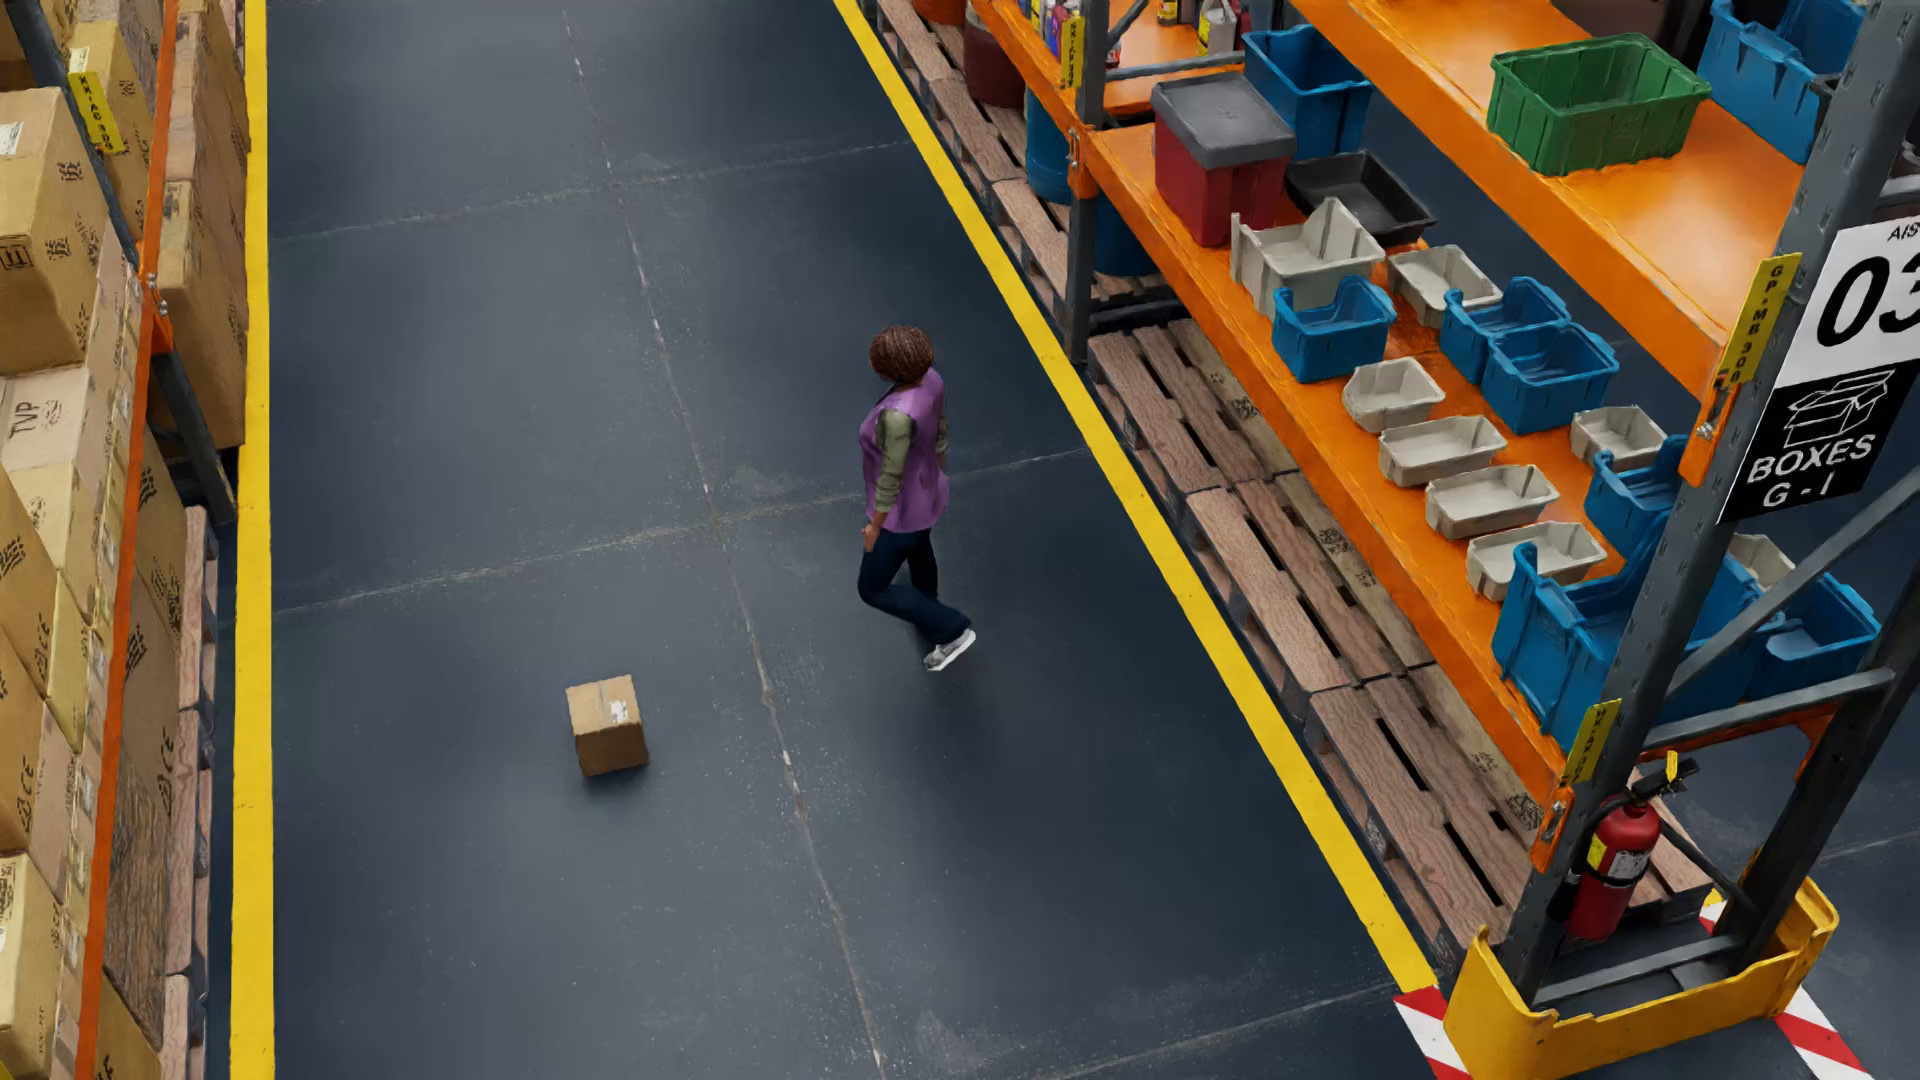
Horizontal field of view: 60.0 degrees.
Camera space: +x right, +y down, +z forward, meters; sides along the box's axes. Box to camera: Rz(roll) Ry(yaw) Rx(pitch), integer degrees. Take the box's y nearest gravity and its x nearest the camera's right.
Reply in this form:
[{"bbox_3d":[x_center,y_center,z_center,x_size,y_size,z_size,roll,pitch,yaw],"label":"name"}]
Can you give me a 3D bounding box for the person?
[{"bbox_3d":[-0.143,-0.143,6.305,0.498,1.581,0.560,12,44,12],"label":"person"}]
